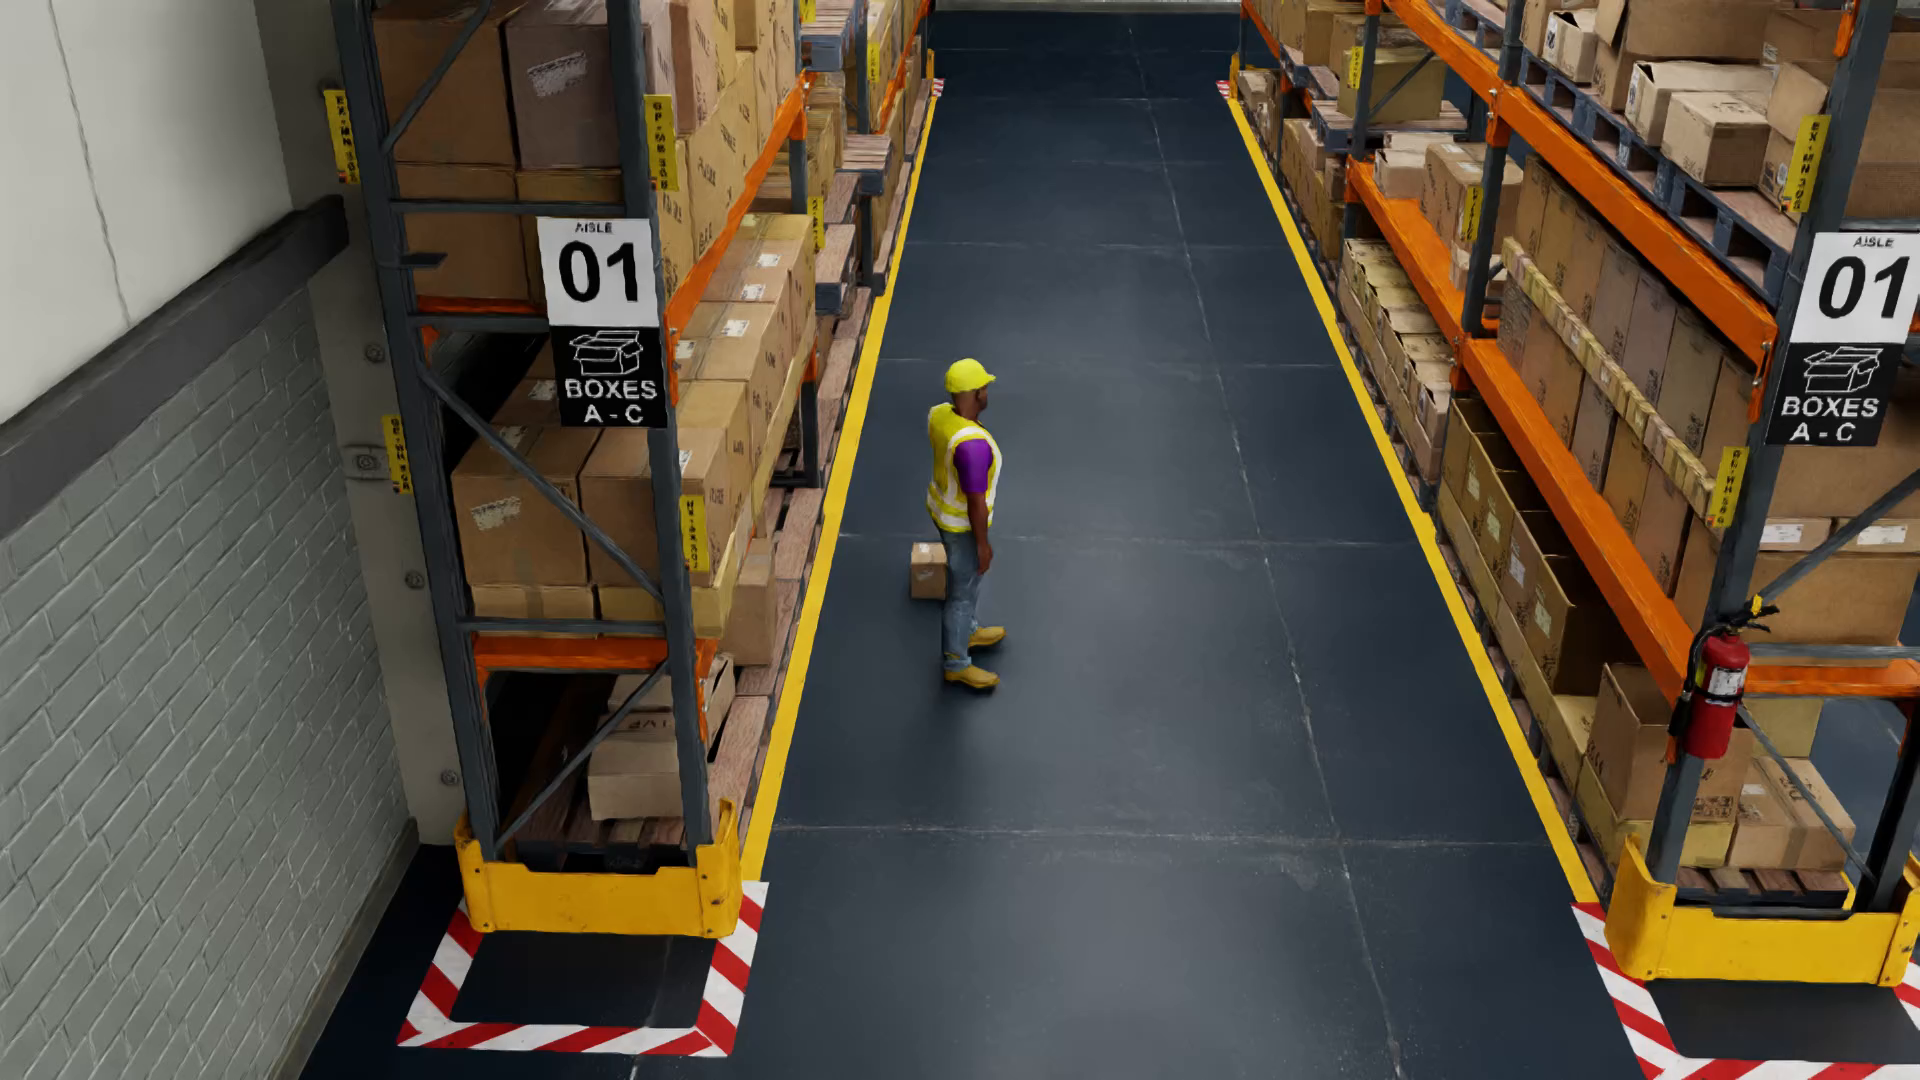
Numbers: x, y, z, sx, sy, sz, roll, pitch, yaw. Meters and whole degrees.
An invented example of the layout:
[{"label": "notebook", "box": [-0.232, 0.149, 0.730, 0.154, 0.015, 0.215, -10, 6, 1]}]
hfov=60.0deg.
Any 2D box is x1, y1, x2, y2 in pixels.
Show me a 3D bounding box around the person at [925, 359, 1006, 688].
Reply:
[{"label": "person", "box": [0.075, -0.122, 8.761, 0.470, 1.771, 0.639, -9, 29, -16]}]
